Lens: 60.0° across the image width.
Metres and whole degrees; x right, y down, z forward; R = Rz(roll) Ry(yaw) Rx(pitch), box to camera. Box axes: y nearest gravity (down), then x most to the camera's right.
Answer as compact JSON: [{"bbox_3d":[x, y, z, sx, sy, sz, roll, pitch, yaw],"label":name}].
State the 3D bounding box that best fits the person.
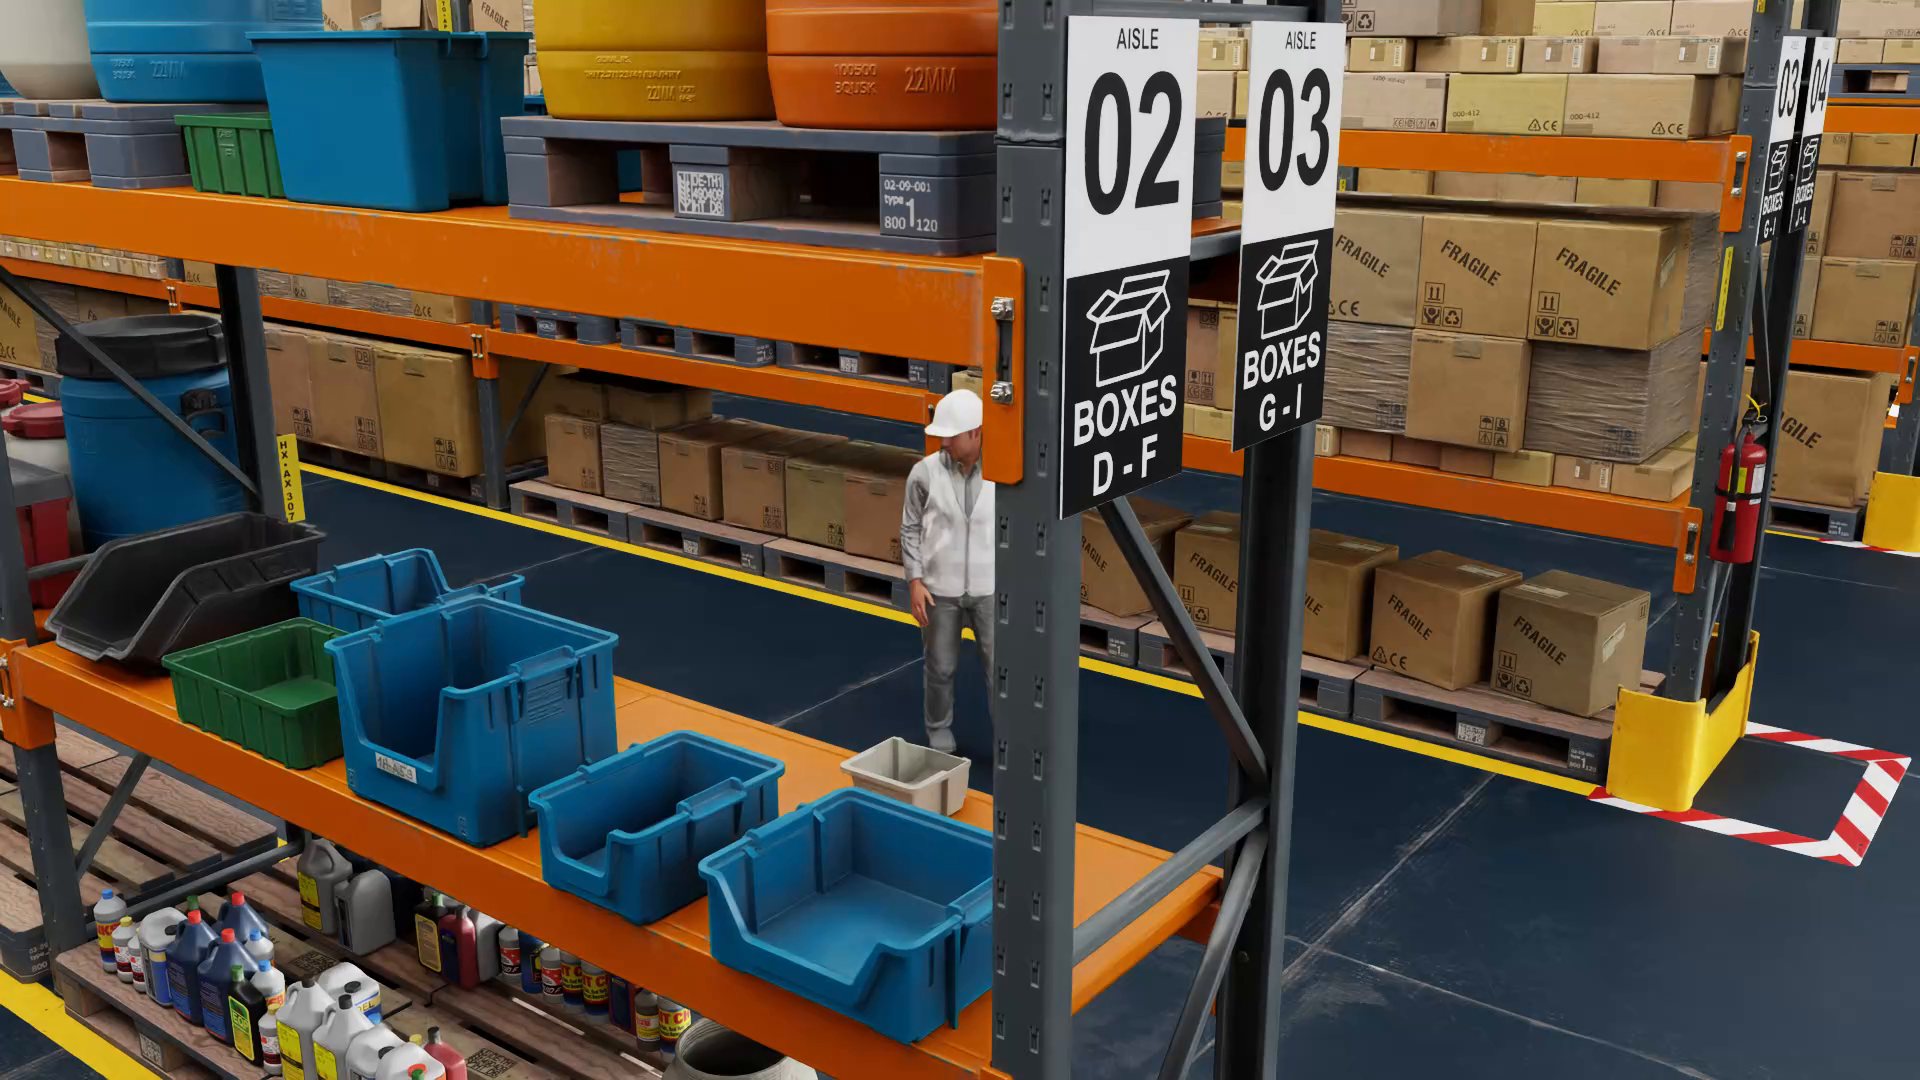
[{"bbox_3d":[0.022,0.209,7.257,0.561,1.736,0.863,-1,16,-3],"label":"person"}]
